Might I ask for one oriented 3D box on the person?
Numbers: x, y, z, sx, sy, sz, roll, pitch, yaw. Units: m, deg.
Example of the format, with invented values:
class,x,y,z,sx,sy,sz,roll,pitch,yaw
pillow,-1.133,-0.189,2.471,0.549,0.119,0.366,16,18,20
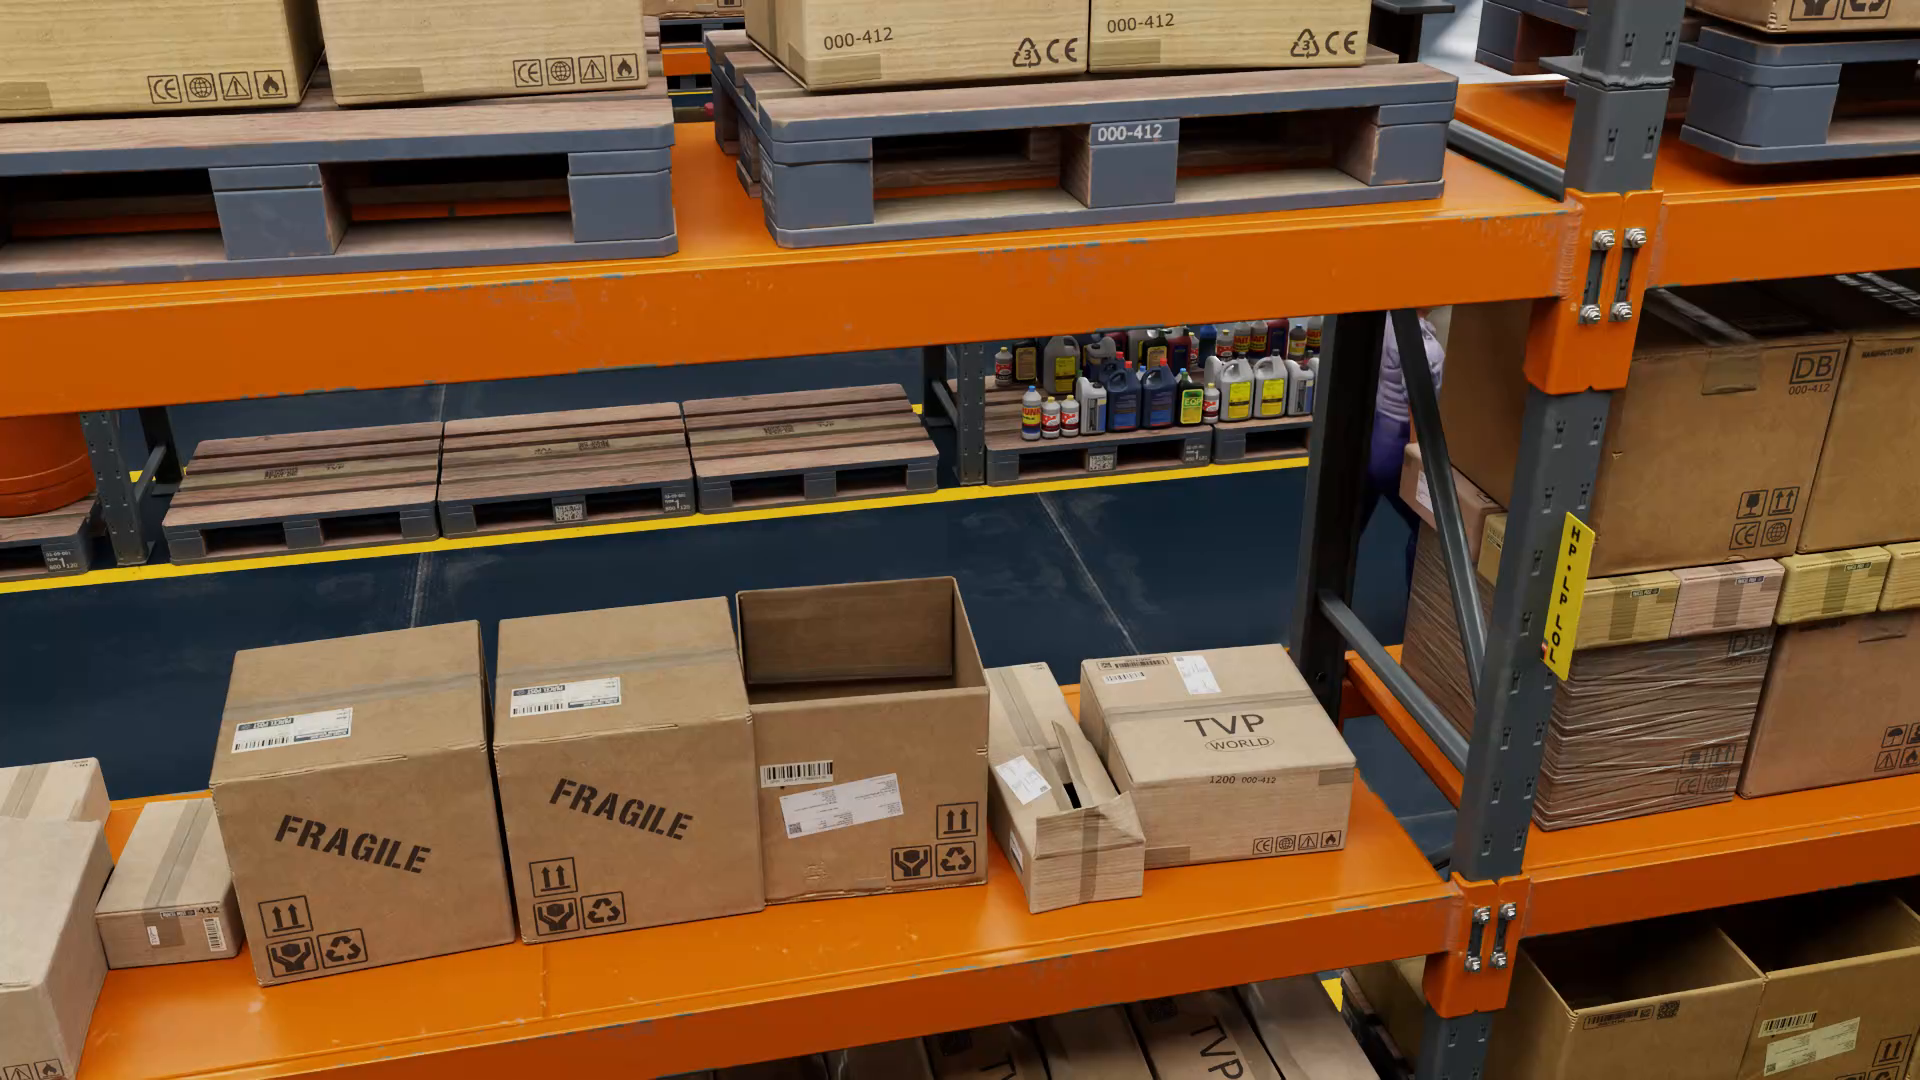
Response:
class,x,y,z,sx,sy,sz,roll,pitch,yaw
person,1.807,-0.336,6.842,0.739,1.691,0.542,-14,30,-25
